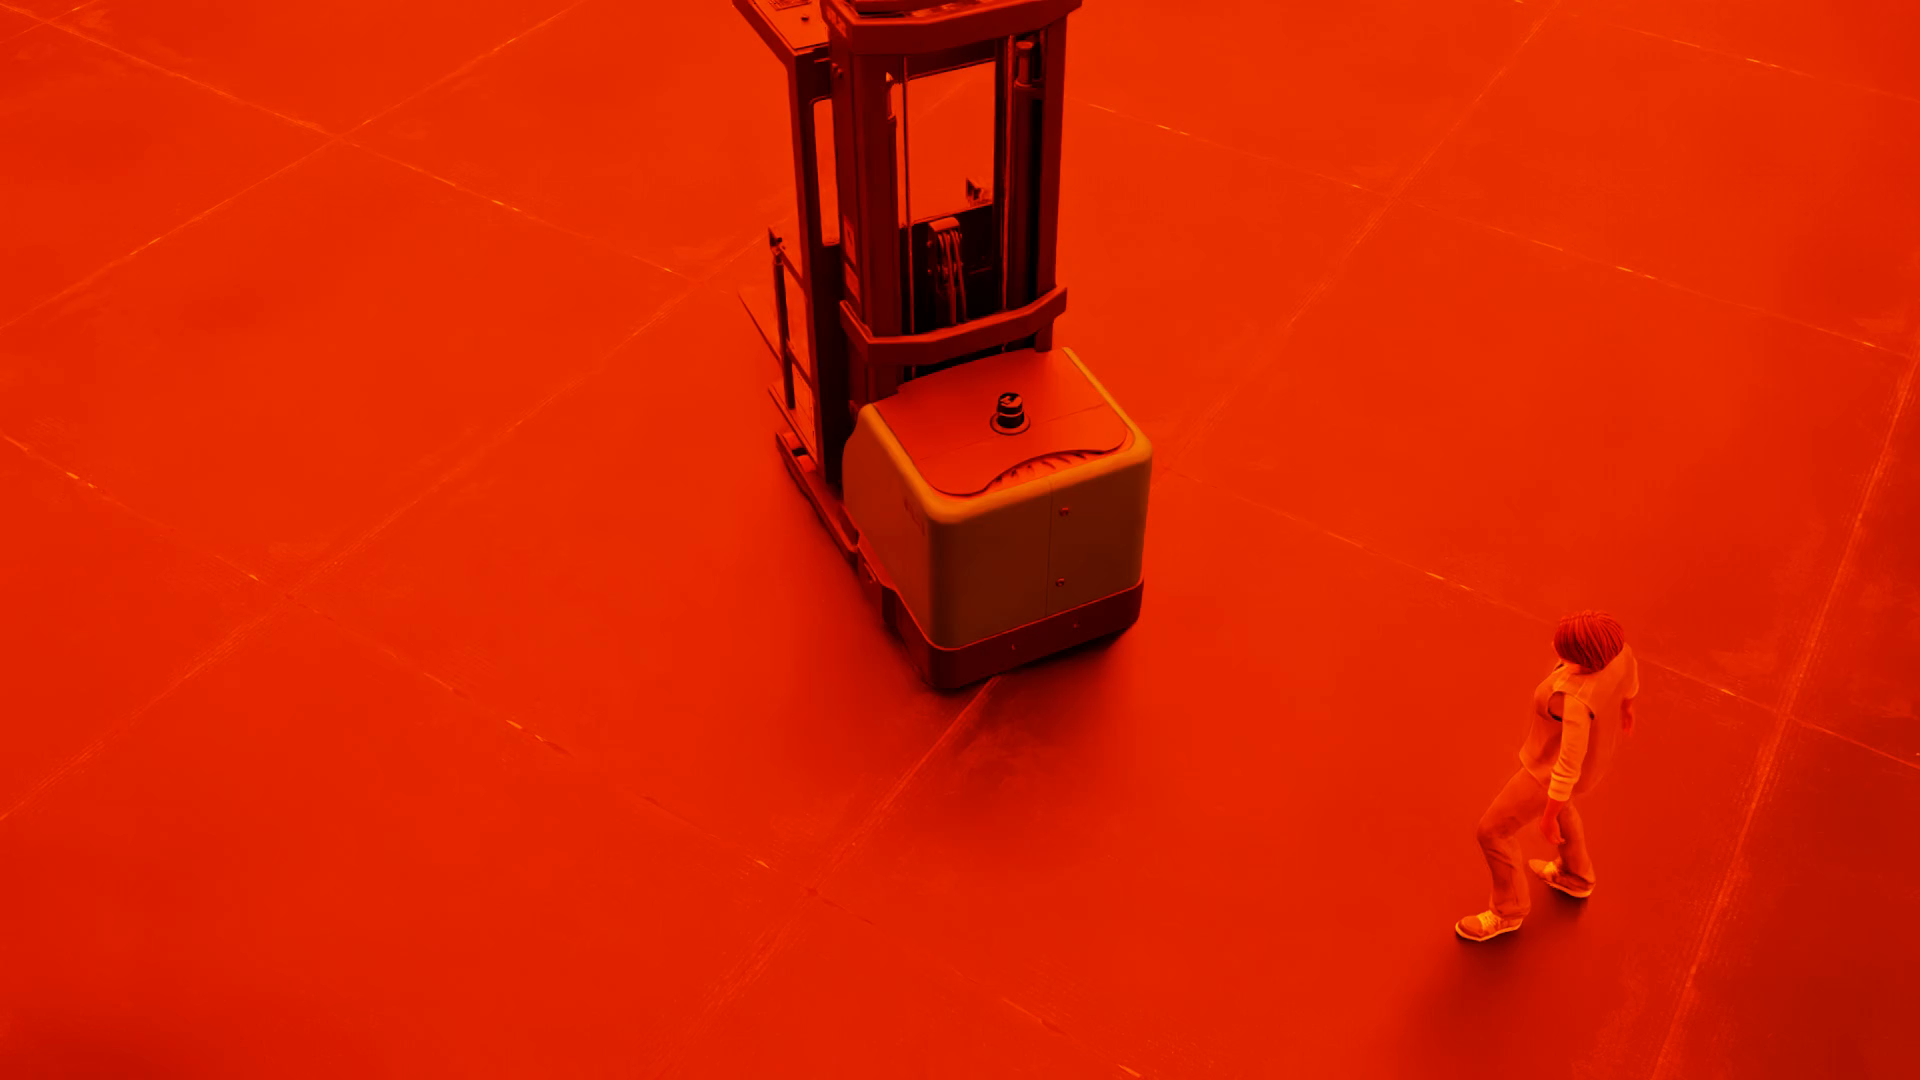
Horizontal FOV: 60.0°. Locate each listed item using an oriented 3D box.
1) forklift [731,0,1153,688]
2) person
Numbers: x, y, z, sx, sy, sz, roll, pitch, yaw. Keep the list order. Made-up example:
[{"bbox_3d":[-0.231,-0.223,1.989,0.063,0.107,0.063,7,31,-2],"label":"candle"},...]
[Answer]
[{"bbox_3d":[-0.270,-1.442,7.370,1.130,2.935,3.031,-18,46,-18],"label":"forklift"},{"bbox_3d":[2.220,0.824,6.014,0.414,1.569,0.744,33,52,30],"label":"person"}]
